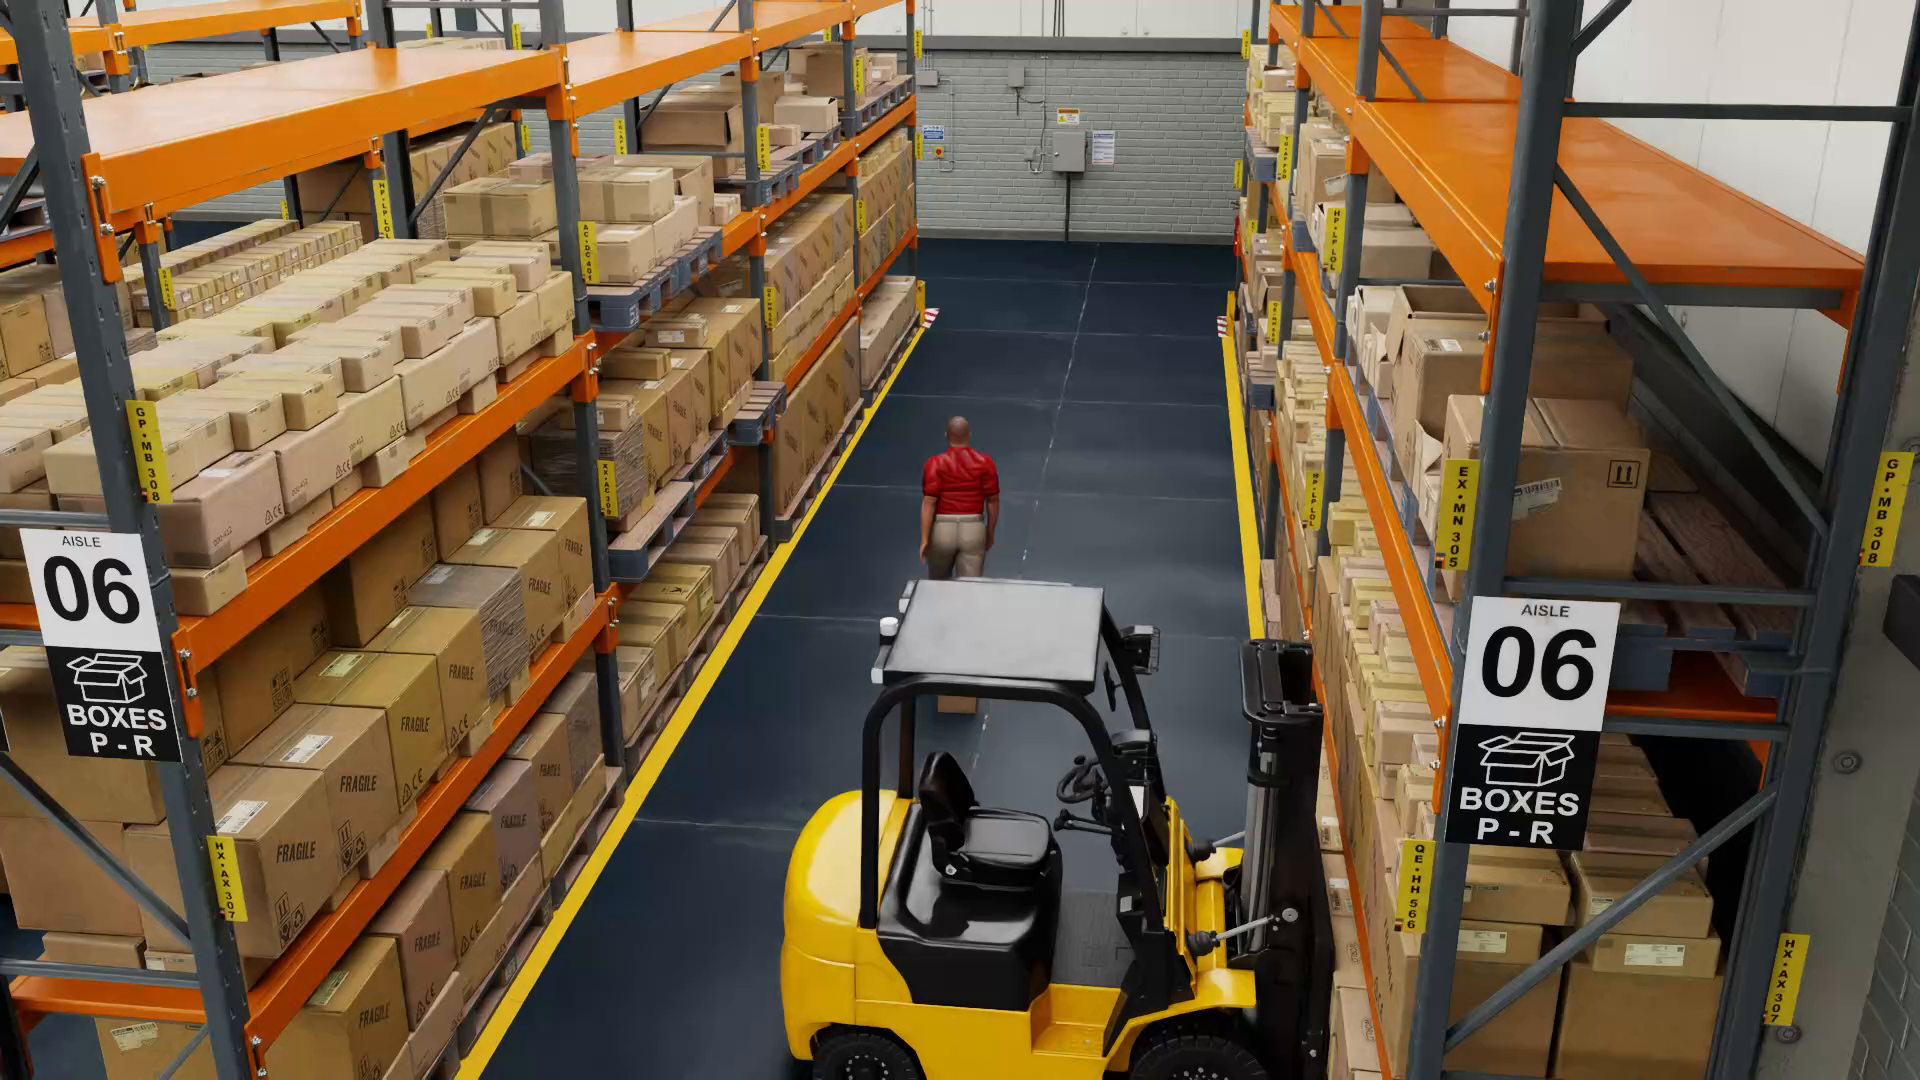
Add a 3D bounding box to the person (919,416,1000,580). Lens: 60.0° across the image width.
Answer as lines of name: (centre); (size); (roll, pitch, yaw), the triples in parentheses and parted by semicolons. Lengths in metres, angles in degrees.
person: (-0.007, -0.063, 11.679); (0.570, 1.663, 0.985); (0, 21, -1)
